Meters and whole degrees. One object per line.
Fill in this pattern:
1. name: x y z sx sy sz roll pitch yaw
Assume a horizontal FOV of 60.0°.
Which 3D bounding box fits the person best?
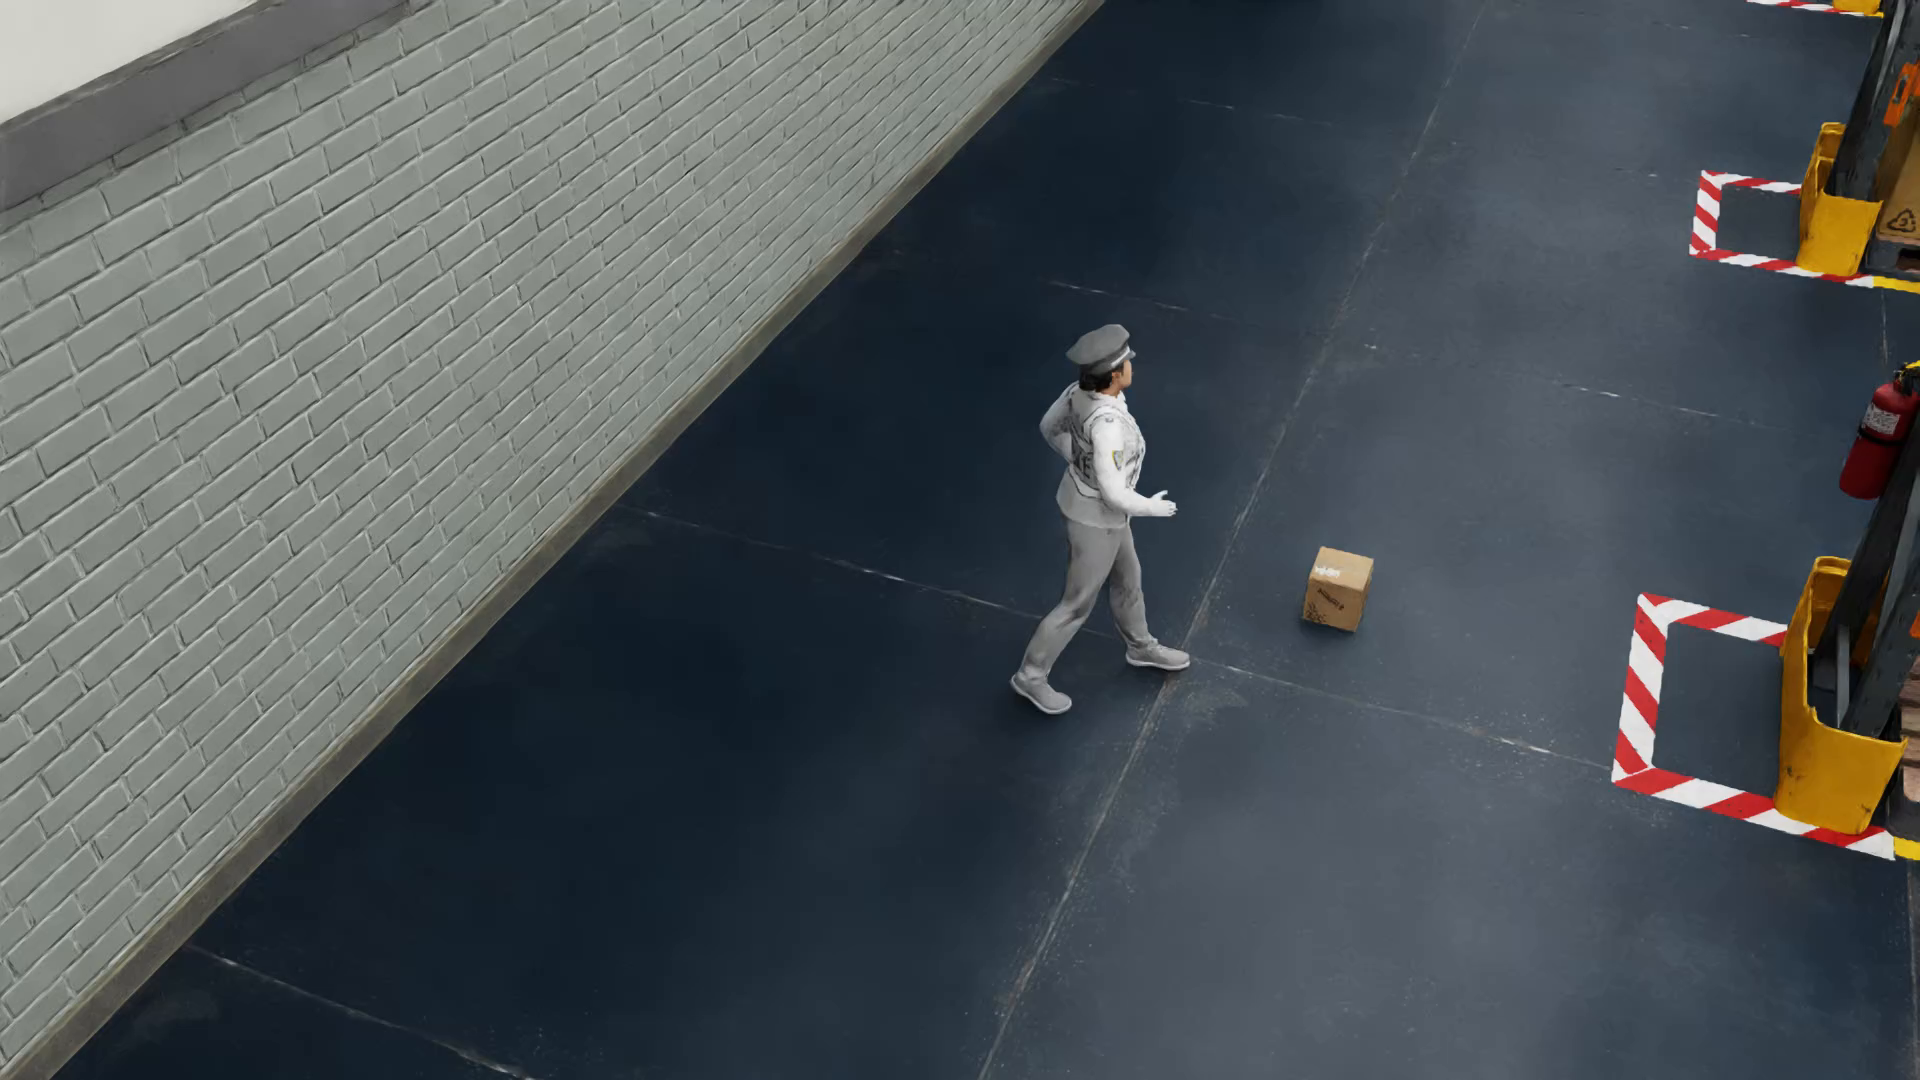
1. person: 0.596 -0.115 6.918 0.838 1.664 0.664 -6 38 -8
